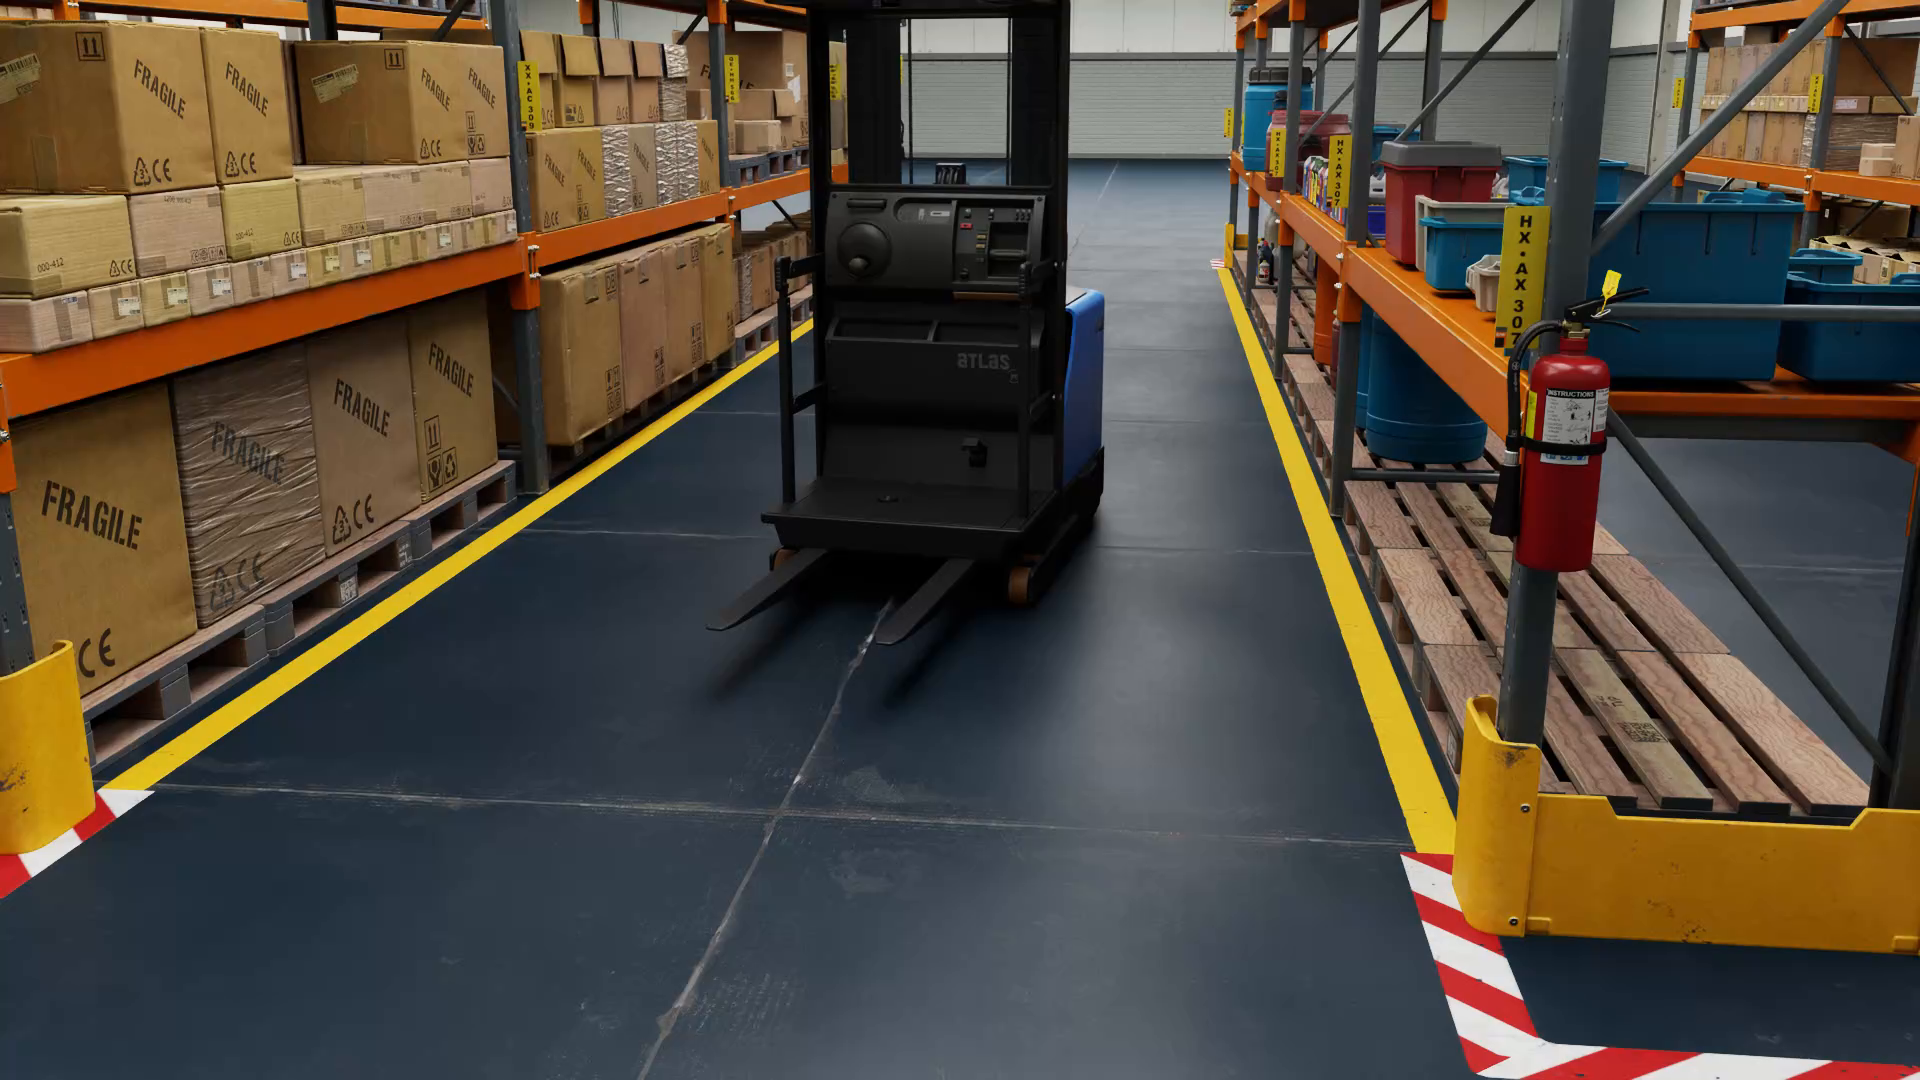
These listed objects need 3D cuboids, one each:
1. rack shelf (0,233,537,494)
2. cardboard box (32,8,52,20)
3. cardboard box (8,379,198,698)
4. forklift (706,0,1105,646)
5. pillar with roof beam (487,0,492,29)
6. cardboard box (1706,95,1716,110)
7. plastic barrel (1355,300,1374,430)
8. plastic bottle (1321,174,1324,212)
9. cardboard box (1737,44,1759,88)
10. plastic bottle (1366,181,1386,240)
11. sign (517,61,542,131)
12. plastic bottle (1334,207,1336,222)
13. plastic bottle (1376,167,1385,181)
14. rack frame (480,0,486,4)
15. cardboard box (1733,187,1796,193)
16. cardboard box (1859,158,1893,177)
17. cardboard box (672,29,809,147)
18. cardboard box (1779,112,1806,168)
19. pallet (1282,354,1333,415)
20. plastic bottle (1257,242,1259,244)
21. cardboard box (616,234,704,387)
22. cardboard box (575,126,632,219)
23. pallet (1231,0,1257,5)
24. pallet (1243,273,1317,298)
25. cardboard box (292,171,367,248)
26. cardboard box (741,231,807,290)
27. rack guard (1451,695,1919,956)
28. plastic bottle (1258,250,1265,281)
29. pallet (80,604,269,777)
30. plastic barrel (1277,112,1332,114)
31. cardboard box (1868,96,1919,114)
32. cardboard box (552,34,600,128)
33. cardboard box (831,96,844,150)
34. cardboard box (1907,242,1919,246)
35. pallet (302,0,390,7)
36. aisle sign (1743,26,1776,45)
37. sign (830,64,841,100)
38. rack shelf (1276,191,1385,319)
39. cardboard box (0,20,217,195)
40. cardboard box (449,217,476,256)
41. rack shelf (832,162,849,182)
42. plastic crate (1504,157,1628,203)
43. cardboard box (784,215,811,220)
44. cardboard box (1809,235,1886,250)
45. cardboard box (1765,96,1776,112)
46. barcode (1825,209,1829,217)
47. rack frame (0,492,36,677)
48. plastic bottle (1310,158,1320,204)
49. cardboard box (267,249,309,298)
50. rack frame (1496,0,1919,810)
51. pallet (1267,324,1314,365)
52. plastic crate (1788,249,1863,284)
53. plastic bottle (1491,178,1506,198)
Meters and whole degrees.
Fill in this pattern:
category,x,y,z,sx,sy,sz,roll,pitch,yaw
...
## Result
category,x,y,z,sx,sy,sz,roll,pitch,yaw
rack shelf,-2.850,-0.832,6.369,1.077,0.370,4.000,2,15,6
cardboard box,-10.938,-6.194,19.558,0.380,0.149,0.250,2,15,8
cardboard box,-3.083,-0.005,5.202,0.875,0.875,0.875,2,15,6
forklift,-0.160,-1.258,6.698,1.130,2.935,3.031,4,16,14
pillar with roof beam,-9.360,-15.643,48.273,9.100,9.000,0.400,2,15,6
cardboard box,8.287,-4.715,17.917,0.380,0.149,0.250,1,15,5
plastic barrel,2.456,-1.066,9.072,0.600,0.901,0.708,2,15,6
plastic bottle,2.208,-2.095,9.911,0.097,0.271,0.097,0,15,0
cardboard box,8.391,-4.790,16.953,0.700,0.500,0.500,2,15,6
plastic bottle,2.021,-1.604,8.083,0.152,0.276,0.135,2,15,6
sign,-2.072,-2.138,8.011,0.100,0.325,0.005,2,15,6
plastic bottle,2.120,-1.859,9.170,0.097,0.201,0.097,0,15,0
plastic bottle,2.240,-1.820,8.739,0.144,0.351,0.185,2,15,6
rack frame,-6.187,-7.878,19.557,1.000,3.000,0.127,2,15,6
cardboard box,8.808,-3.607,18.280,0.500,0.500,0.500,2,15,6
cardboard box,7.818,-3.135,13.989,0.380,0.149,0.250,2,15,6
cardboard box,-1.950,-4.063,14.987,1.000,1.000,1.000,2,15,7
cardboard box,8.218,-3.780,15.704,0.700,0.500,0.500,2,15,6
pallet,2.701,-1.037,11.094,1.003,0.211,1.213,2,15,6
plastic bottle,3.064,-2.931,17.138,0.097,0.271,0.097,0,15,0
cardboard box,-2.379,-1.503,10.739,1.225,0.875,0.875,2,15,6
cardboard box,-2.211,-2.118,9.557,0.500,0.500,0.500,1,15,5
pallet,3.184,-5.173,15.663,1.213,0.211,1.003,2,15,6
pallet,3.317,-2.453,16.331,1.003,0.211,1.213,2,15,6
cardboard box,-2.587,-1.249,6.250,0.500,0.250,0.500,1,15,5
cardboard box,-1.812,-2.620,15.549,0.700,0.500,0.500,1,15,2
rack guard,1.856,0.699,4.119,1.175,0.500,0.348,2,15,6
plastic bottle,2.927,-2.662,16.122,0.061,0.283,0.133,2,15,9
pallet,-3.063,0.476,5.496,1.003,0.211,1.213,2,15,6
plastic barrel,2.743,-3.148,13.297,0.433,0.535,0.433,0,15,0
cardboard box,8.344,-3.905,14.923,0.380,0.149,0.250,2,15,6
cardboard box,-2.471,-2.574,9.320,0.797,0.503,0.637,2,15,7
cardboard box,-1.609,-4.079,16.240,0.875,0.500,0.500,2,15,6
cardboard box,8.308,-2.377,14.096,0.500,0.311,0.500,2,15,8
pallet,-6.535,-5.562,16.908,1.003,0.211,1.213,2,15,6
aisle sign,8.872,-5.780,18.312,0.394,0.787,0.004,2,15,6
sign,-1.169,-4.316,15.659,0.100,0.325,0.005,2,15,6
rack shelf,2.523,-1.723,9.666,1.077,0.370,4.000,2,15,6
cardboard box,-2.696,-1.340,5.150,0.500,0.500,0.500,1,15,5
cardboard box,-2.391,-1.354,7.405,0.380,0.149,0.250,1,15,5
rack shelf,-1.496,-3.944,17.879,1.077,0.370,4.000,2,15,6
plastic crate,2.584,-1.442,7.163,0.392,0.384,0.575,2,15,6
cardboard box,-1.587,-3.183,17.672,0.500,0.500,0.500,0,15,1
cardboard box,7.827,-2.526,14.646,0.500,0.311,0.500,2,15,6
cardboard box,8.084,-4.247,16.188,0.380,0.149,0.250,2,15,8
barcode,7.679,-2.895,14.728,0.001,0.075,0.075,2,15,6
rack frame,-3.075,-0.660,4.357,1.000,3.000,0.127,2,15,6
plastic bottle,2.266,-2.277,10.559,0.061,0.283,0.133,2,15,6
cardboard box,-2.565,-0.955,5.928,0.380,0.149,0.250,2,15,6
rack frame,1.846,-0.514,3.817,1.000,3.000,0.127,2,15,6
pallet,2.875,-1.443,12.593,1.003,0.211,1.213,2,15,6
plastic crate,2.275,-0.687,4.664,0.416,0.233,0.300,2,15,6
plastic bottle,2.769,-1.695,8.423,0.152,0.276,0.135,2,15,6
